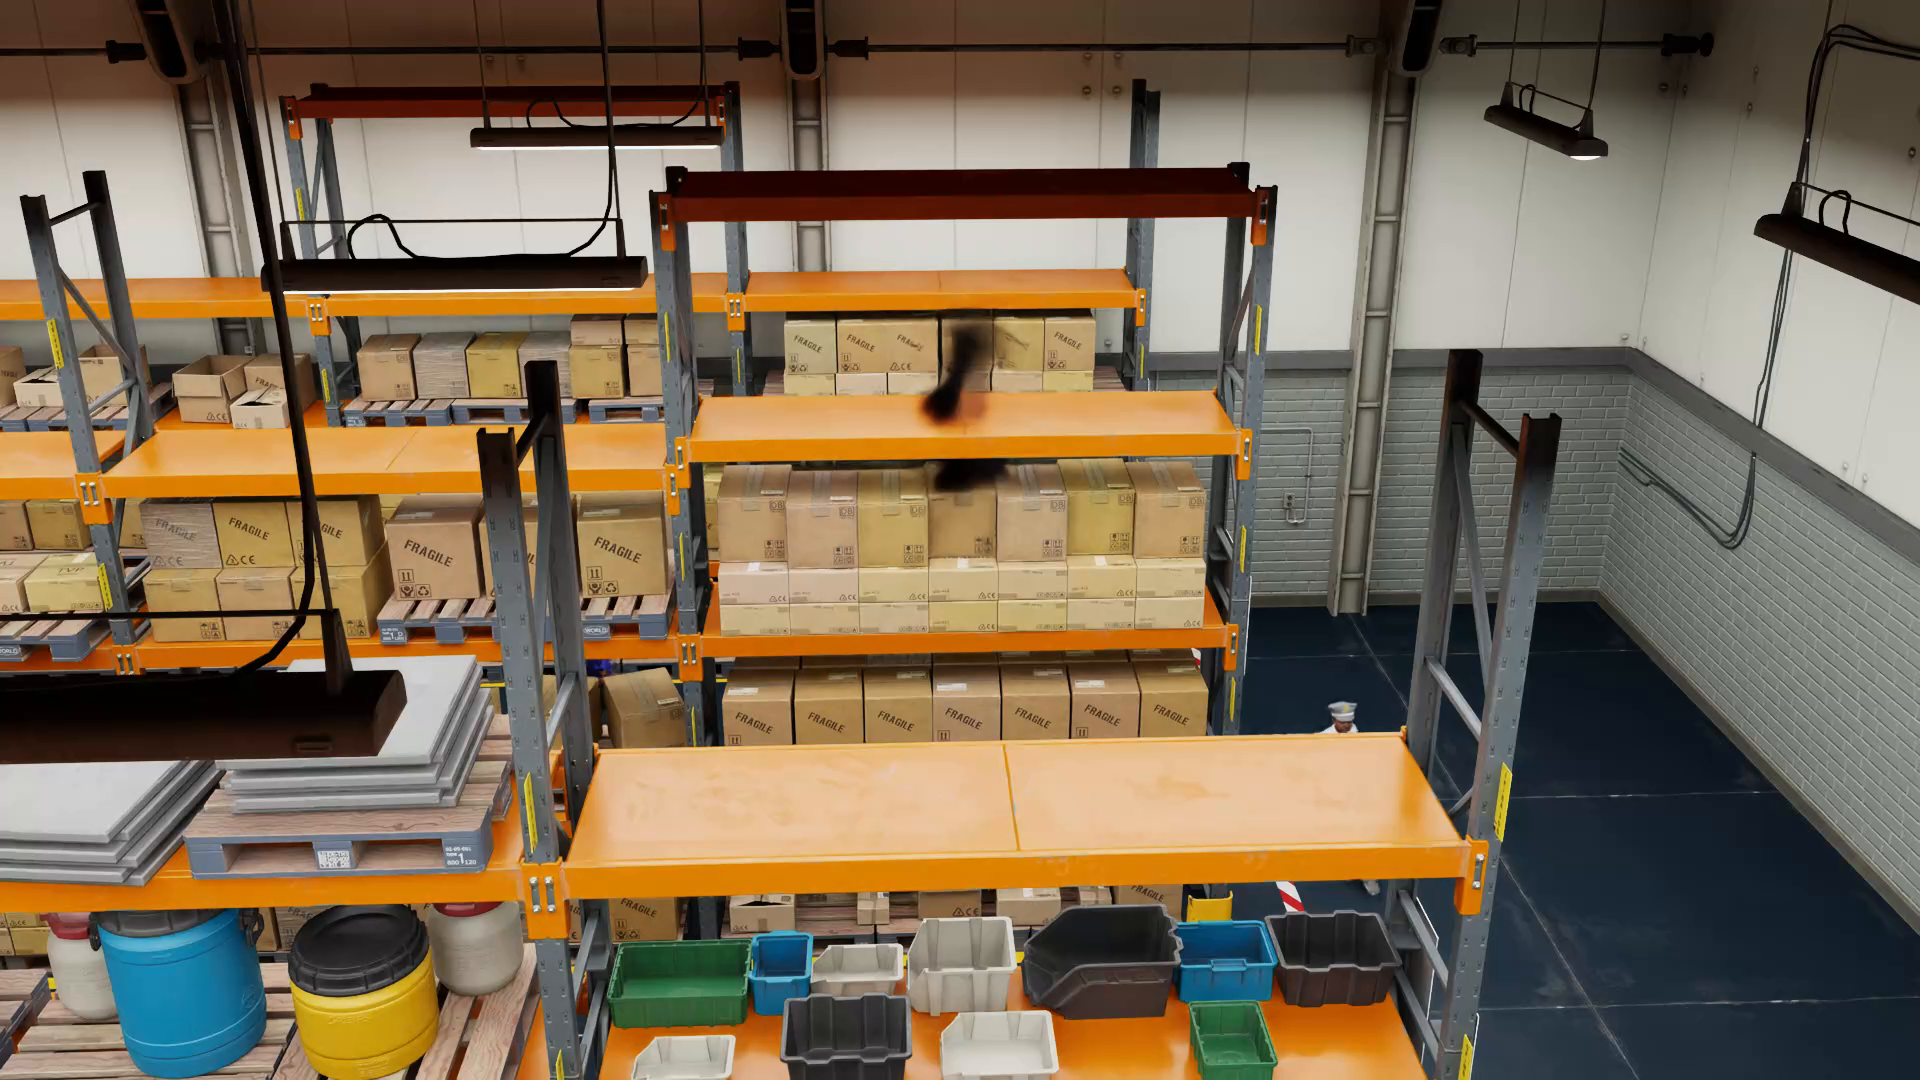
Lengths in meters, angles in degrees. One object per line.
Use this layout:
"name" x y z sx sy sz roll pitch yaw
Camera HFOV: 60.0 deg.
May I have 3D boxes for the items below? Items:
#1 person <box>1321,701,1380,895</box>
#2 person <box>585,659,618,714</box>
"person" 3.127 2.088 13.803 0.581 1.721 0.810 -13 25 -28
"person" -3.332 1.449 15.578 0.817 1.632 0.611 -18 29 -38
